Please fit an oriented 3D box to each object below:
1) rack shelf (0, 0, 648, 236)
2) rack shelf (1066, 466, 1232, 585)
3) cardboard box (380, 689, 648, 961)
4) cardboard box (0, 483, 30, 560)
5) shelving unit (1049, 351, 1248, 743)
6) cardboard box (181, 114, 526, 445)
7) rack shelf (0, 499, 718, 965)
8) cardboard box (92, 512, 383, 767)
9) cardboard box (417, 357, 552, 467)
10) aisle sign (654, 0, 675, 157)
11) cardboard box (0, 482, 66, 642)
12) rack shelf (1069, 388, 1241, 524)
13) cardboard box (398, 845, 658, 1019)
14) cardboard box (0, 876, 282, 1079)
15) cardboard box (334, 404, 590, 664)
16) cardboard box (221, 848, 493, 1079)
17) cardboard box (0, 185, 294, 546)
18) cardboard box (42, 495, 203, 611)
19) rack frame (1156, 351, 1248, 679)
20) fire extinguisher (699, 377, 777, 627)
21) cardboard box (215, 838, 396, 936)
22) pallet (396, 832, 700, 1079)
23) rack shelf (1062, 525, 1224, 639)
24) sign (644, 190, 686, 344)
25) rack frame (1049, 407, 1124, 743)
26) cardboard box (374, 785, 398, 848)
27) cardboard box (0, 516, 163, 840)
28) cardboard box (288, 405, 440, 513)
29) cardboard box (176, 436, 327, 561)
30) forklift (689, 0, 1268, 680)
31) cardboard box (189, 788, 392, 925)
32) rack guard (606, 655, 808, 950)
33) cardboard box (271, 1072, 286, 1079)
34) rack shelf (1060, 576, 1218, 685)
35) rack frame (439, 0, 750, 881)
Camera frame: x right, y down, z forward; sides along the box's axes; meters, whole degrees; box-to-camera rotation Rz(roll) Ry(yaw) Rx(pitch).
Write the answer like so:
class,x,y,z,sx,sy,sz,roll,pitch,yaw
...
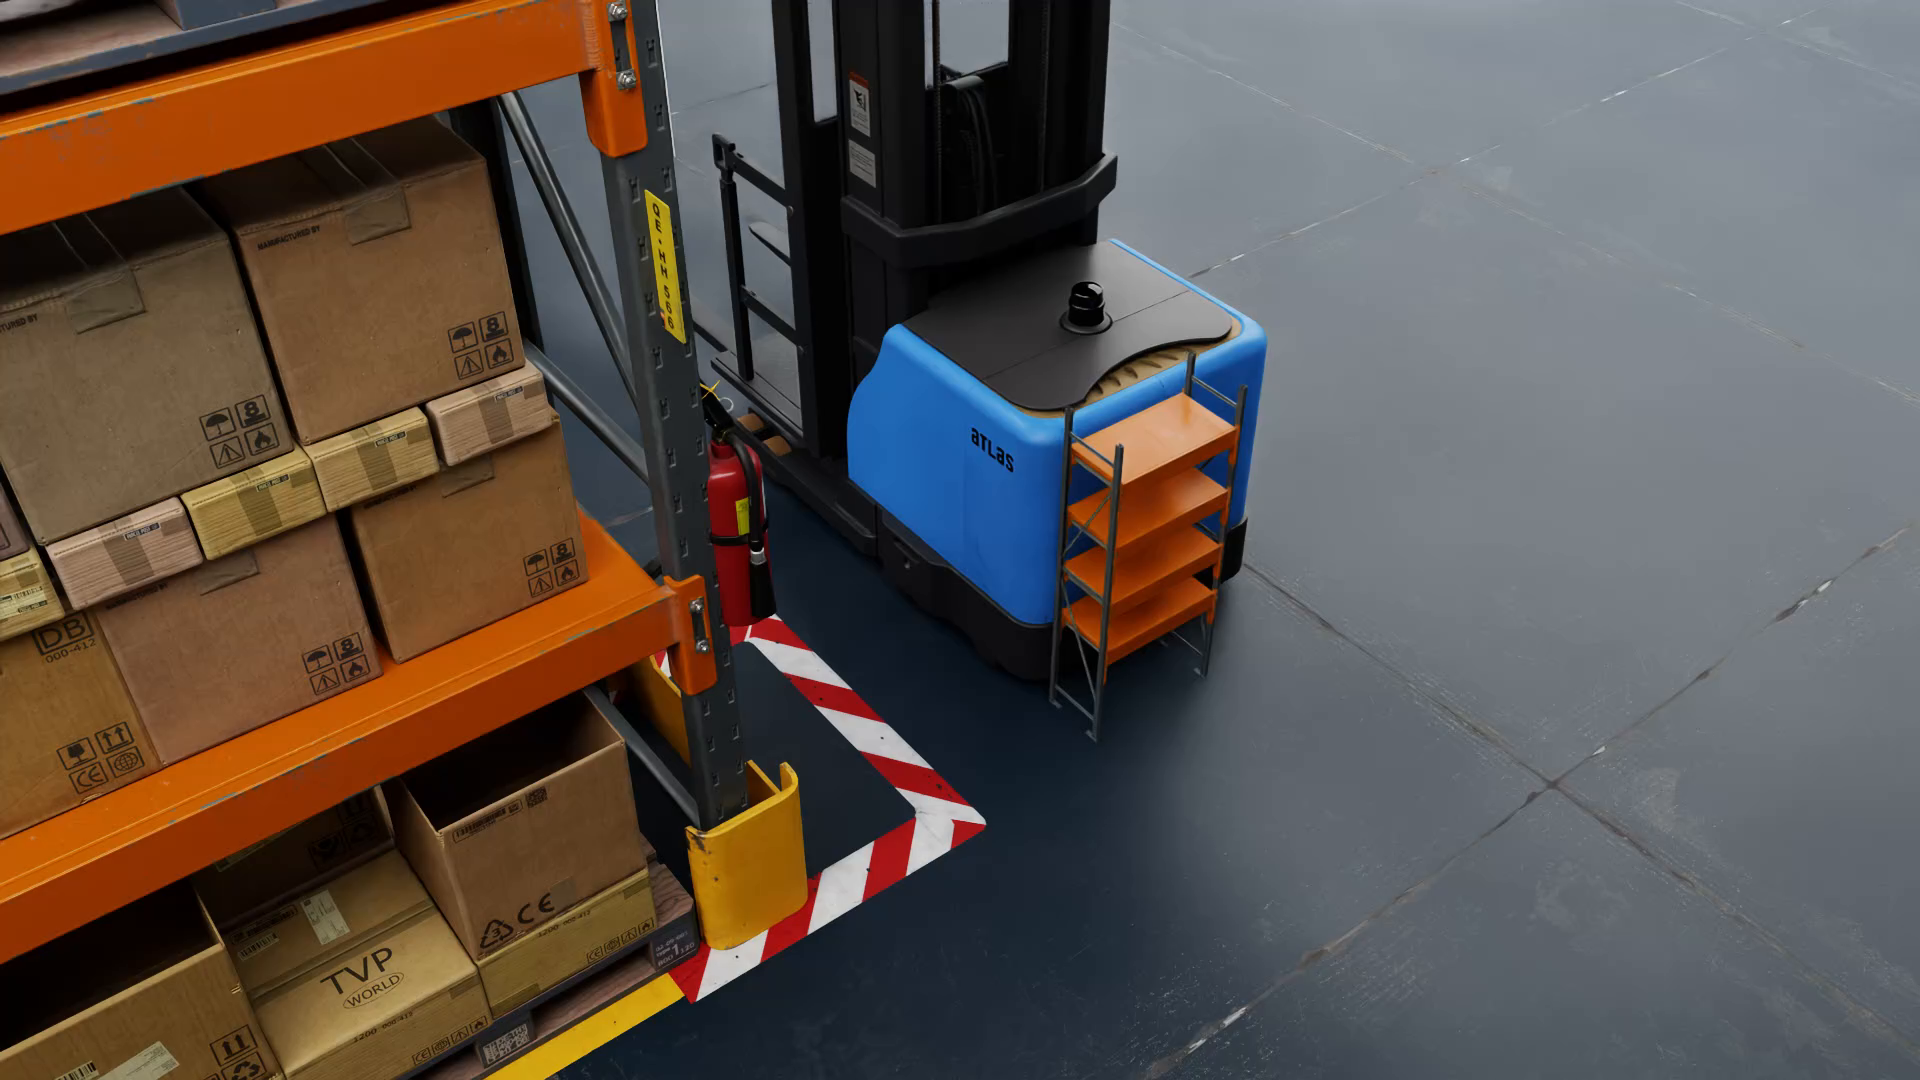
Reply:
class,x,y,z,sx,sy,sz,roll,pitch,yaw
rack shelf,-2.523,-0.417,2.595,4.000,0.370,1.077,-26,46,-28
rack shelf,0.575,-0.076,5.148,0.480,0.148,0.258,-26,46,-28
cardboard box,-1.181,0.660,4.326,0.500,0.500,0.500,-26,46,-28
cardboard box,-2.170,-0.253,3.091,0.500,0.500,0.700,-26,46,-28
shelving unit,0.574,0.044,5.248,0.503,1.200,0.258,-26,46,-28
cardboard box,-1.357,-0.654,3.580,0.500,0.500,0.700,-26,46,-28
rack shelf,-2.523,0.743,3.546,4.000,0.370,1.077,-26,46,-28
cardboard box,-1.729,0.033,3.766,0.500,0.500,0.700,-25,45,-27
cardboard box,-1.124,-0.354,3.726,0.250,0.149,0.380,-27,46,-29
aisle sign,-0.706,-1.191,3.287,0.004,0.787,0.394,-26,46,-28
cardboard box,-1.942,0.045,3.240,0.250,0.149,0.380,-25,45,-27
rack shelf,0.576,-0.258,4.997,0.480,0.148,0.258,-26,46,-28
cardboard box,-1.182,0.949,4.565,0.500,0.250,0.500,-26,46,-28
cardboard box,-1.965,1.054,3.846,0.500,0.500,0.500,-26,46,-28
cardboard box,-1.315,-0.173,4.017,0.500,0.500,0.700,-26,46,-28
cardboard box,-1.571,1.148,4.323,0.500,0.250,0.500,-26,46,-28
cardboard box,-1.771,-0.448,3.329,0.500,0.500,0.700,-27,47,-29
cardboard box,-1.734,-0.057,3.364,0.250,0.149,0.380,-25,46,-28
rack frame,0.768,-0.050,5.363,0.015,1.200,0.240,-26,46,-28
fire extinguisher,-0.560,-0.090,4.056,0.183,0.674,0.296,-26,46,-28
cardboard box,-1.892,0.883,4.645,0.500,0.250,0.500,-26,46,-28
pallet,-1.518,1.087,4.759,1.213,0.211,1.003,-26,46,-28
rack shelf,0.574,0.096,5.291,0.480,0.148,0.258,-26,46,-28
sign,-0.618,-0.569,3.479,0.005,0.325,0.100,-26,46,-28
rack frame,0.381,0.138,5.134,0.015,1.200,0.240,-26,46,-28
cardboard box,-1.498,0.688,4.883,0.500,0.250,0.500,-26,46,-28
cardboard box,-2.126,0.222,3.536,0.500,0.500,0.700,-26,46,-28
cardboard box,-1.331,-0.252,3.602,0.250,0.149,0.380,-25,45,-27
cardboard box,-1.533,-0.153,3.481,0.250,0.149,0.380,-27,46,-29
forklift,-0.274,-1.545,5.822,1.130,2.935,3.031,-26,46,-28
cardboard box,-1.893,0.592,4.408,0.500,0.500,0.500,-26,46,-28
rack guard,-0.918,0.649,5.065,0.348,0.500,1.175,-26,46,-28
cardboard box,-1.967,1.342,4.086,0.500,0.250,0.500,-26,46,-28
rack shelf,0.573,0.248,5.418,0.480,0.148,0.258,-26,46,-28
rack frame,-0.937,-0.308,4.260,0.127,3.000,1.000,-26,46,-28
